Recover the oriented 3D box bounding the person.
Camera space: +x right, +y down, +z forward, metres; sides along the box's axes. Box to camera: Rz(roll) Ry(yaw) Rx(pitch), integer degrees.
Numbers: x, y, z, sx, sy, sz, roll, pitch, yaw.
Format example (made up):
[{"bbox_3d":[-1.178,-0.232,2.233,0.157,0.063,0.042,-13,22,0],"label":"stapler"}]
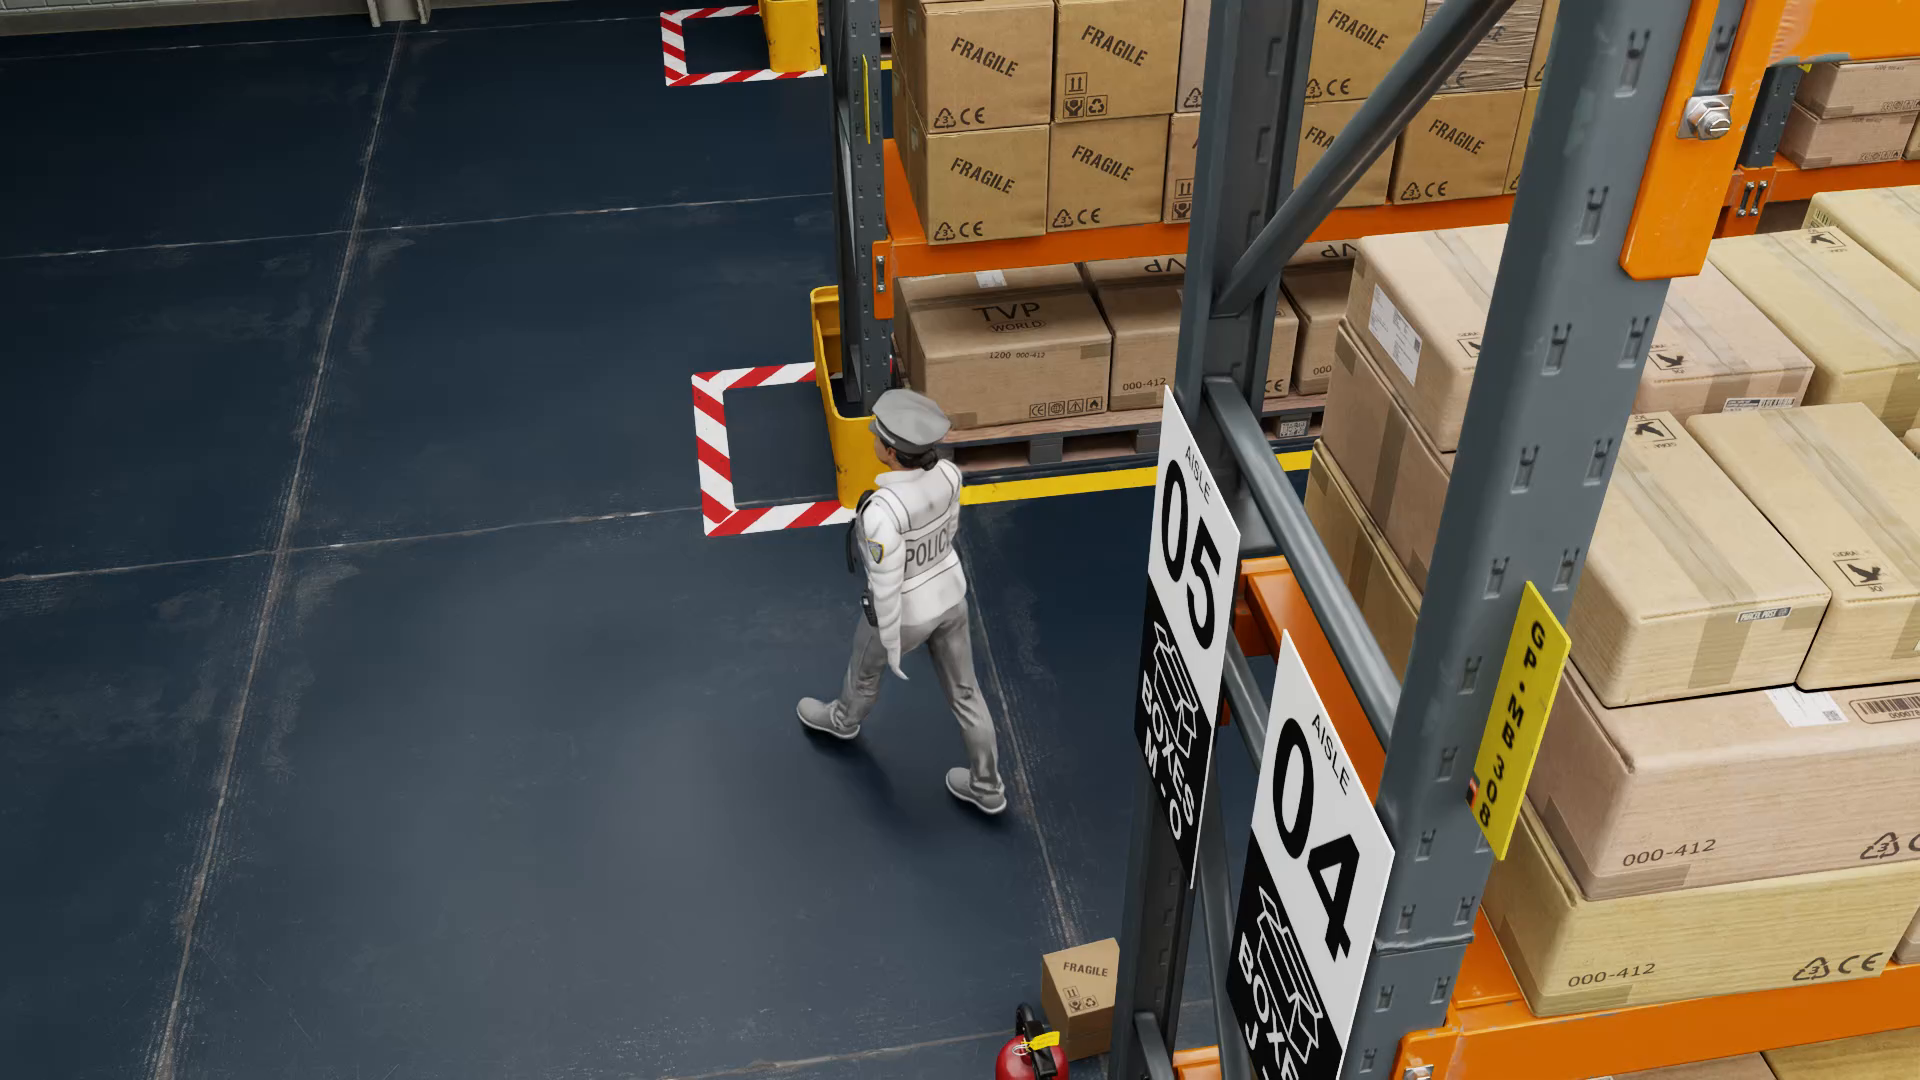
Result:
[{"bbox_3d":[-0.192,0.189,5.890,0.480,1.623,0.959,-30,48,-32],"label":"person"}]
